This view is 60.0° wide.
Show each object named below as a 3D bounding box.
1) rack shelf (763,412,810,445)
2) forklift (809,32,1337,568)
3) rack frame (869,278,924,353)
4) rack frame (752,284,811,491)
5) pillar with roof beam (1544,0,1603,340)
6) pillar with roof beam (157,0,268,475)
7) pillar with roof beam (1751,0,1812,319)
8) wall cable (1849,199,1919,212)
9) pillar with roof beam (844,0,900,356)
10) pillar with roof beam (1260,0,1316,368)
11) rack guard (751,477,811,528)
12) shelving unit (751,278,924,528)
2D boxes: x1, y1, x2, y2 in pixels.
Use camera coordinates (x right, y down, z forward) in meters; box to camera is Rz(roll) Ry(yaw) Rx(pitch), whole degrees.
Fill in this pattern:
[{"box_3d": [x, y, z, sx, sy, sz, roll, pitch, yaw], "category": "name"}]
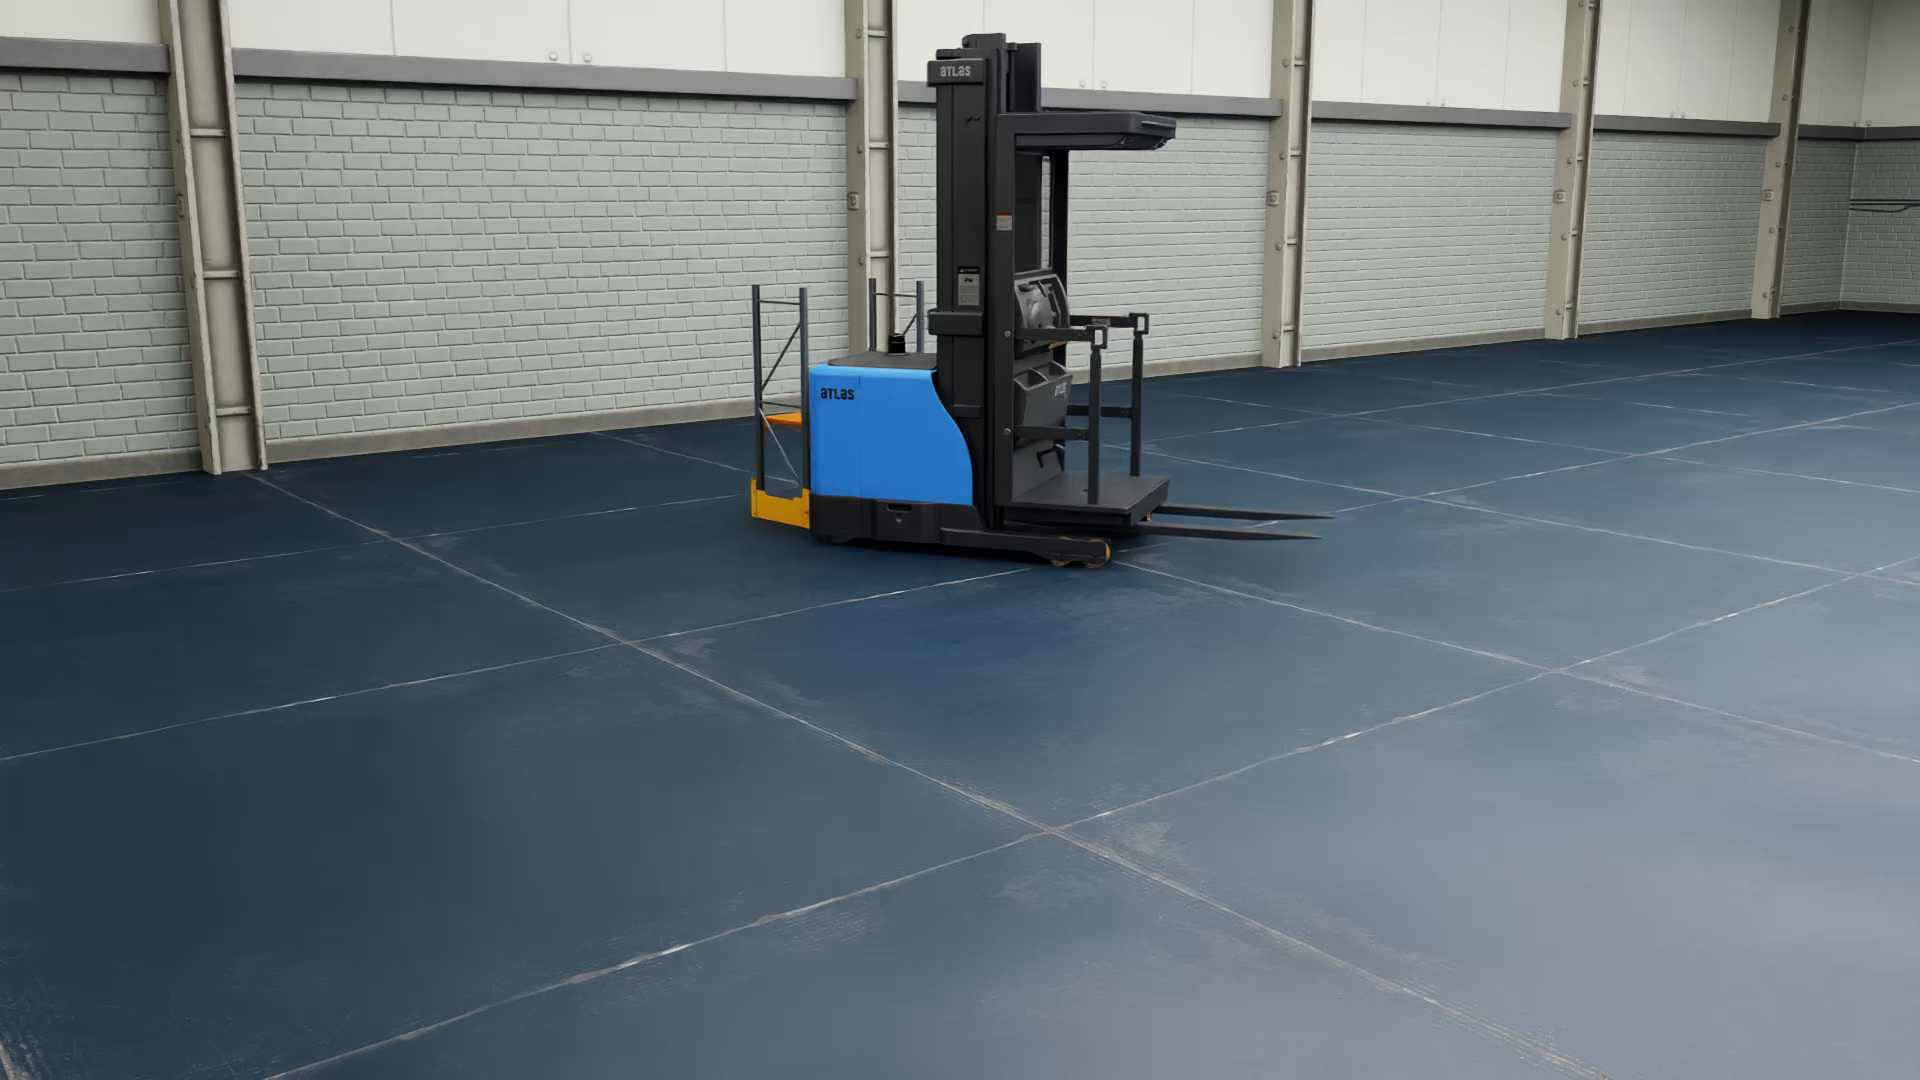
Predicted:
[{"box_3d": [-0.779, -0.754, 10.933, 0.538, 0.185, 1.000, 11, 16, 42], "category": "rack shelf"}, {"box_3d": [0.666, -1.399, 9.659, 3.031, 2.935, 1.130, 4, 13, 19], "category": "forklift"}, {"box_3d": [-0.428, -1.006, 11.255, 0.500, 1.500, 0.032, 11, 16, 42], "category": "rack frame"}, {"box_3d": [-1.130, -0.853, 10.536, 0.500, 1.500, 0.032, 11, 16, 42], "category": "rack frame"}, {"box_3d": [11.225, -6.578, 19.441, 0.400, 9.000, 9.100, -9, 15, -38], "category": "pillar with roof beam"}, {"box_3d": [-2.830, -4.242, 8.442, 0.400, 9.000, 9.100, -9, 15, -38], "category": "pillar with roof beam"}, {"box_3d": [15.910, -7.356, 23.108, 0.400, 9.000, 9.100, -9, 15, -38], "category": "pillar with roof beam"}, {"box_3d": [16.347, -6.703, 27.509, 0.112, 2.526, 3.097, -9, 15, -38], "category": "wall cable"}, {"box_3d": [1.855, -5.021, 12.108, 0.400, 9.000, 9.100, -9, 15, -38], "category": "pillar with roof beam"}, {"box_3d": [6.540, -5.799, 15.775, 0.400, 9.000, 9.100, -9, 15, -38], "category": "pillar with roof beam"}, {"box_3d": [-1.129, -0.242, 10.666, 0.587, 0.250, 0.087, 11, 16, 42], "category": "rack guard"}, {"box_3d": [-0.785, -0.928, 10.889, 0.587, 1.500, 1.083, 11, 16, 42], "category": "shelving unit"}]
